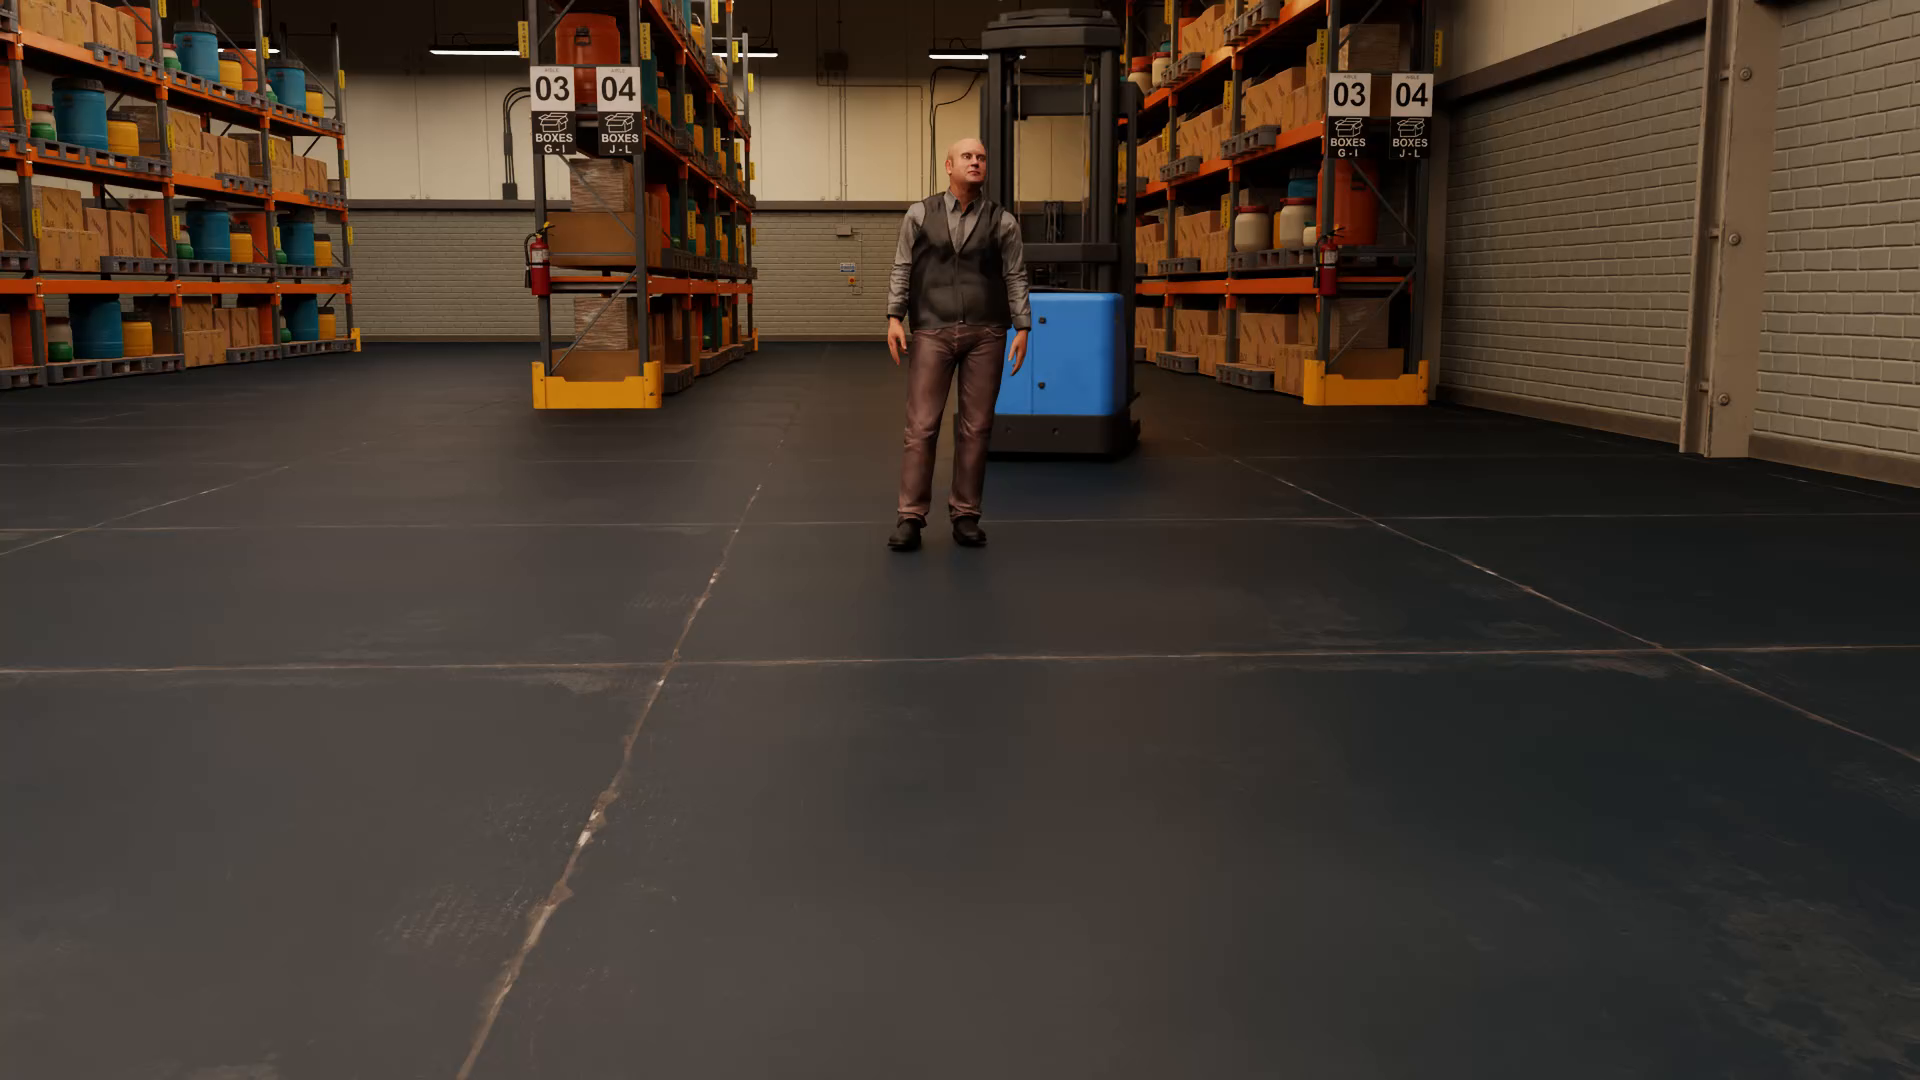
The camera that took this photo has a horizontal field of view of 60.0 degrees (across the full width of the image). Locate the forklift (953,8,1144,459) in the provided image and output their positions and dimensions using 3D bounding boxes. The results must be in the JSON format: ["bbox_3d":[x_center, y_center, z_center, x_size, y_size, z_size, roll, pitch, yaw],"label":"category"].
[{"bbox_3d":[0.721,-2.153,11.832,1.130,2.935,3.031,1,9,10],"label":"forklift"}]

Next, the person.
[{"bbox_3d":[-0.004,-0.850,7.121,0.632,1.720,0.568,-1,8,-4],"label":"person"}]
